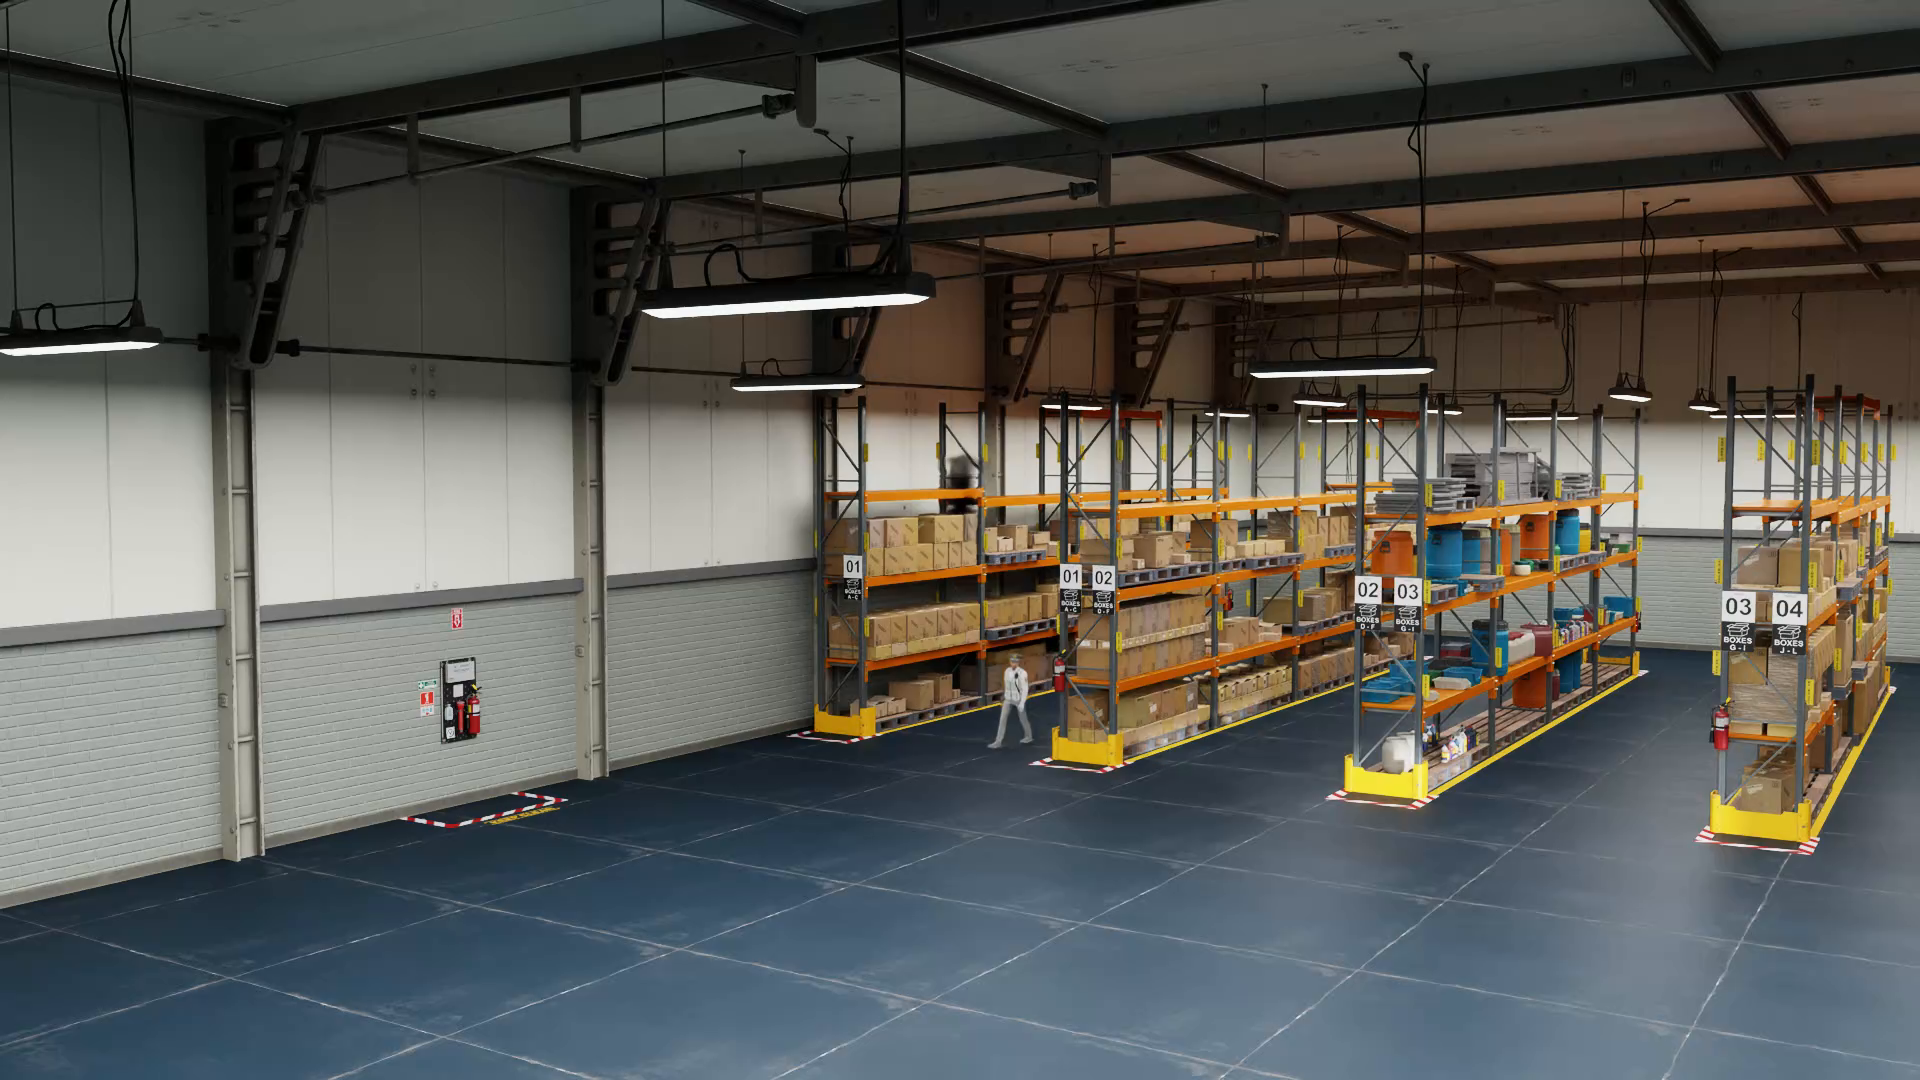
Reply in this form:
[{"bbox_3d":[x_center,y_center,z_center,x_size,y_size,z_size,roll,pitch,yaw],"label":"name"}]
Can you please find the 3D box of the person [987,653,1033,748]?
[{"bbox_3d":[0.902,2.698,28.115,0.550,1.578,1.061,2,3,29],"label":"person"}]
